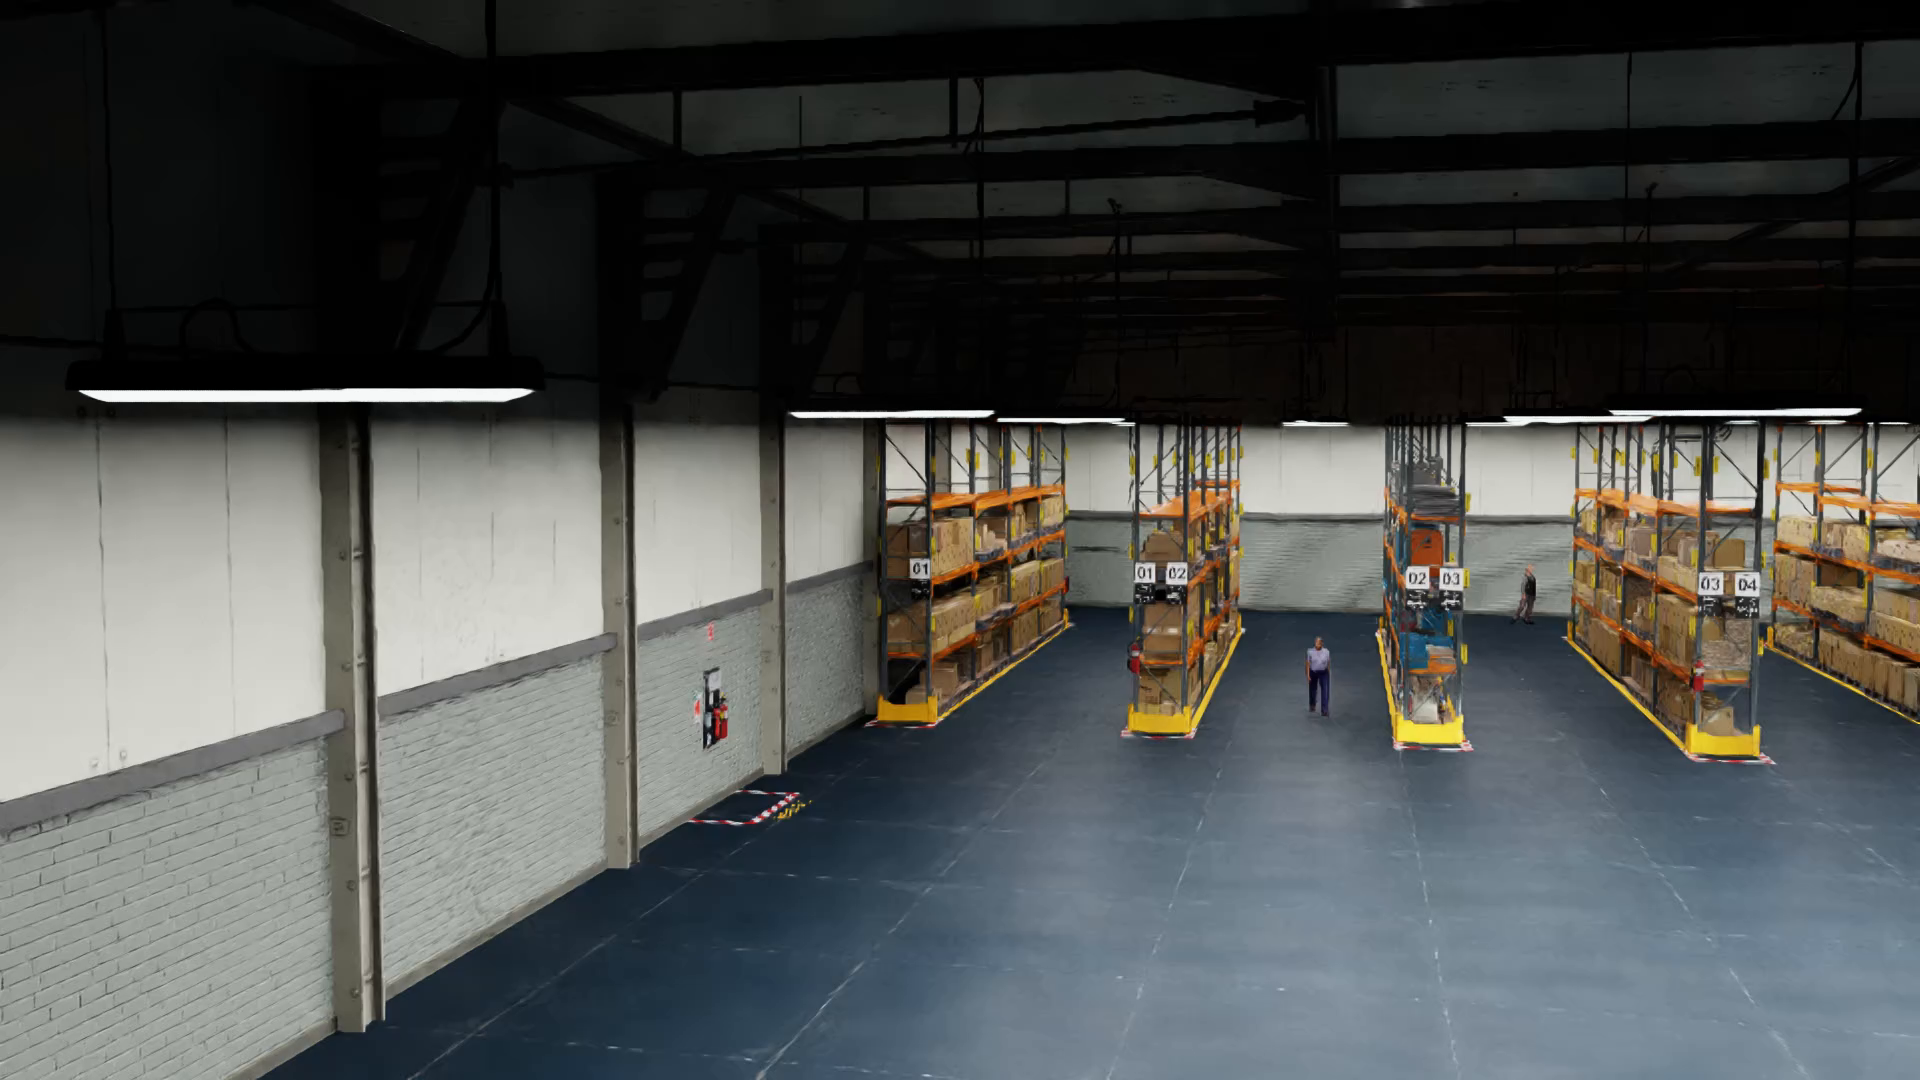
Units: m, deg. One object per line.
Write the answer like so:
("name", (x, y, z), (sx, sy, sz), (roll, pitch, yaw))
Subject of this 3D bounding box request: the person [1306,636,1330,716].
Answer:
("person", (7.132, 2.688, 33.156), (0.480, 1.551, 1.091), (1, 4, 10))

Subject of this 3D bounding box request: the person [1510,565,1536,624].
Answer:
("person", (16.473, 1.587, 48.571), (0.728, 1.713, 0.500), (-2, 4, -30))
